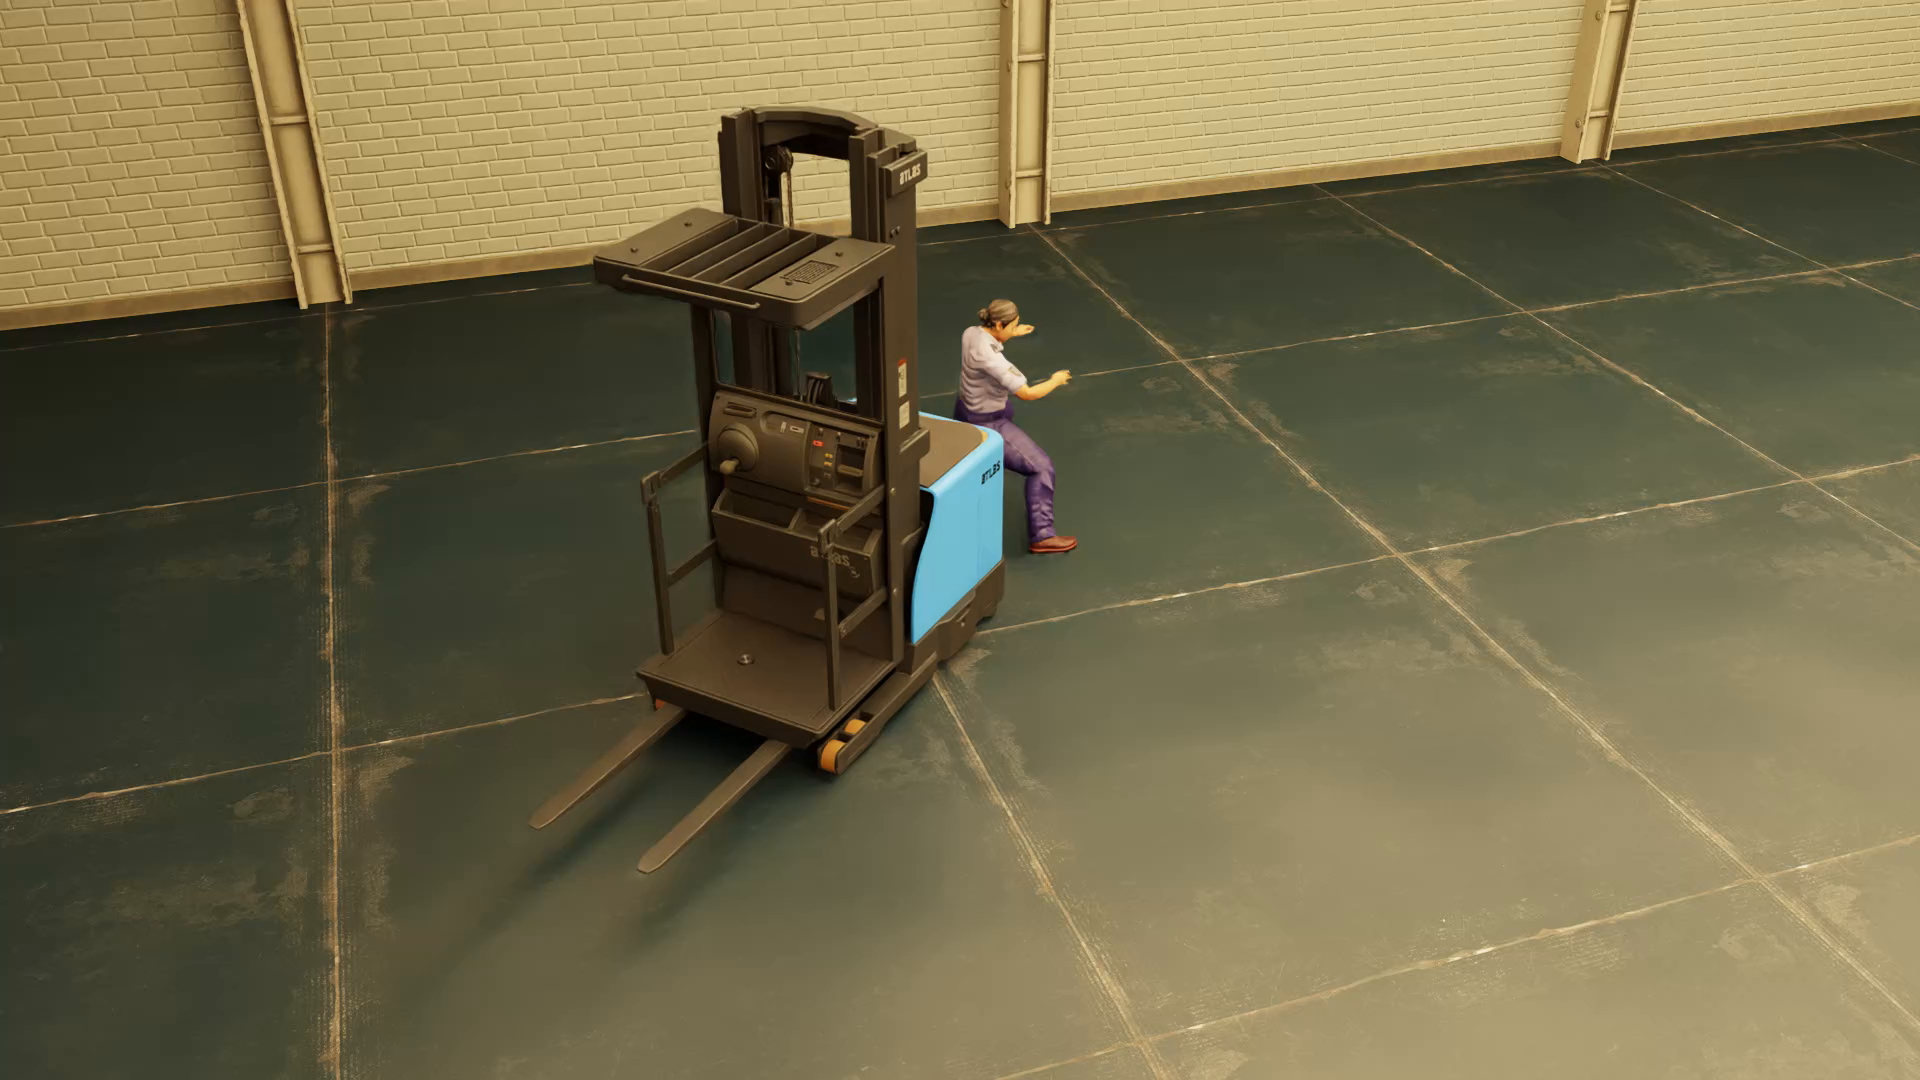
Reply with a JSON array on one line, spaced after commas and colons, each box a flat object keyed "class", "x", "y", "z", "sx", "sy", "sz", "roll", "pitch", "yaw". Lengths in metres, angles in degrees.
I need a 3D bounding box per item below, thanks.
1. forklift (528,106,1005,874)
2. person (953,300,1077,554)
[{"class": "forklift", "x": -0.901, "y": -0.394, "z": 7.772, "sx": 1.130, "sy": 2.935, "sz": 3.031, "roll": 15, "pitch": 33, "yaw": 25}, {"class": "person", "x": 0.299, "y": -0.784, "z": 9.960, "sx": 0.660, "sy": 1.426, "sz": 1.105, "roll": -8, "pitch": 31, "yaw": -13}]
